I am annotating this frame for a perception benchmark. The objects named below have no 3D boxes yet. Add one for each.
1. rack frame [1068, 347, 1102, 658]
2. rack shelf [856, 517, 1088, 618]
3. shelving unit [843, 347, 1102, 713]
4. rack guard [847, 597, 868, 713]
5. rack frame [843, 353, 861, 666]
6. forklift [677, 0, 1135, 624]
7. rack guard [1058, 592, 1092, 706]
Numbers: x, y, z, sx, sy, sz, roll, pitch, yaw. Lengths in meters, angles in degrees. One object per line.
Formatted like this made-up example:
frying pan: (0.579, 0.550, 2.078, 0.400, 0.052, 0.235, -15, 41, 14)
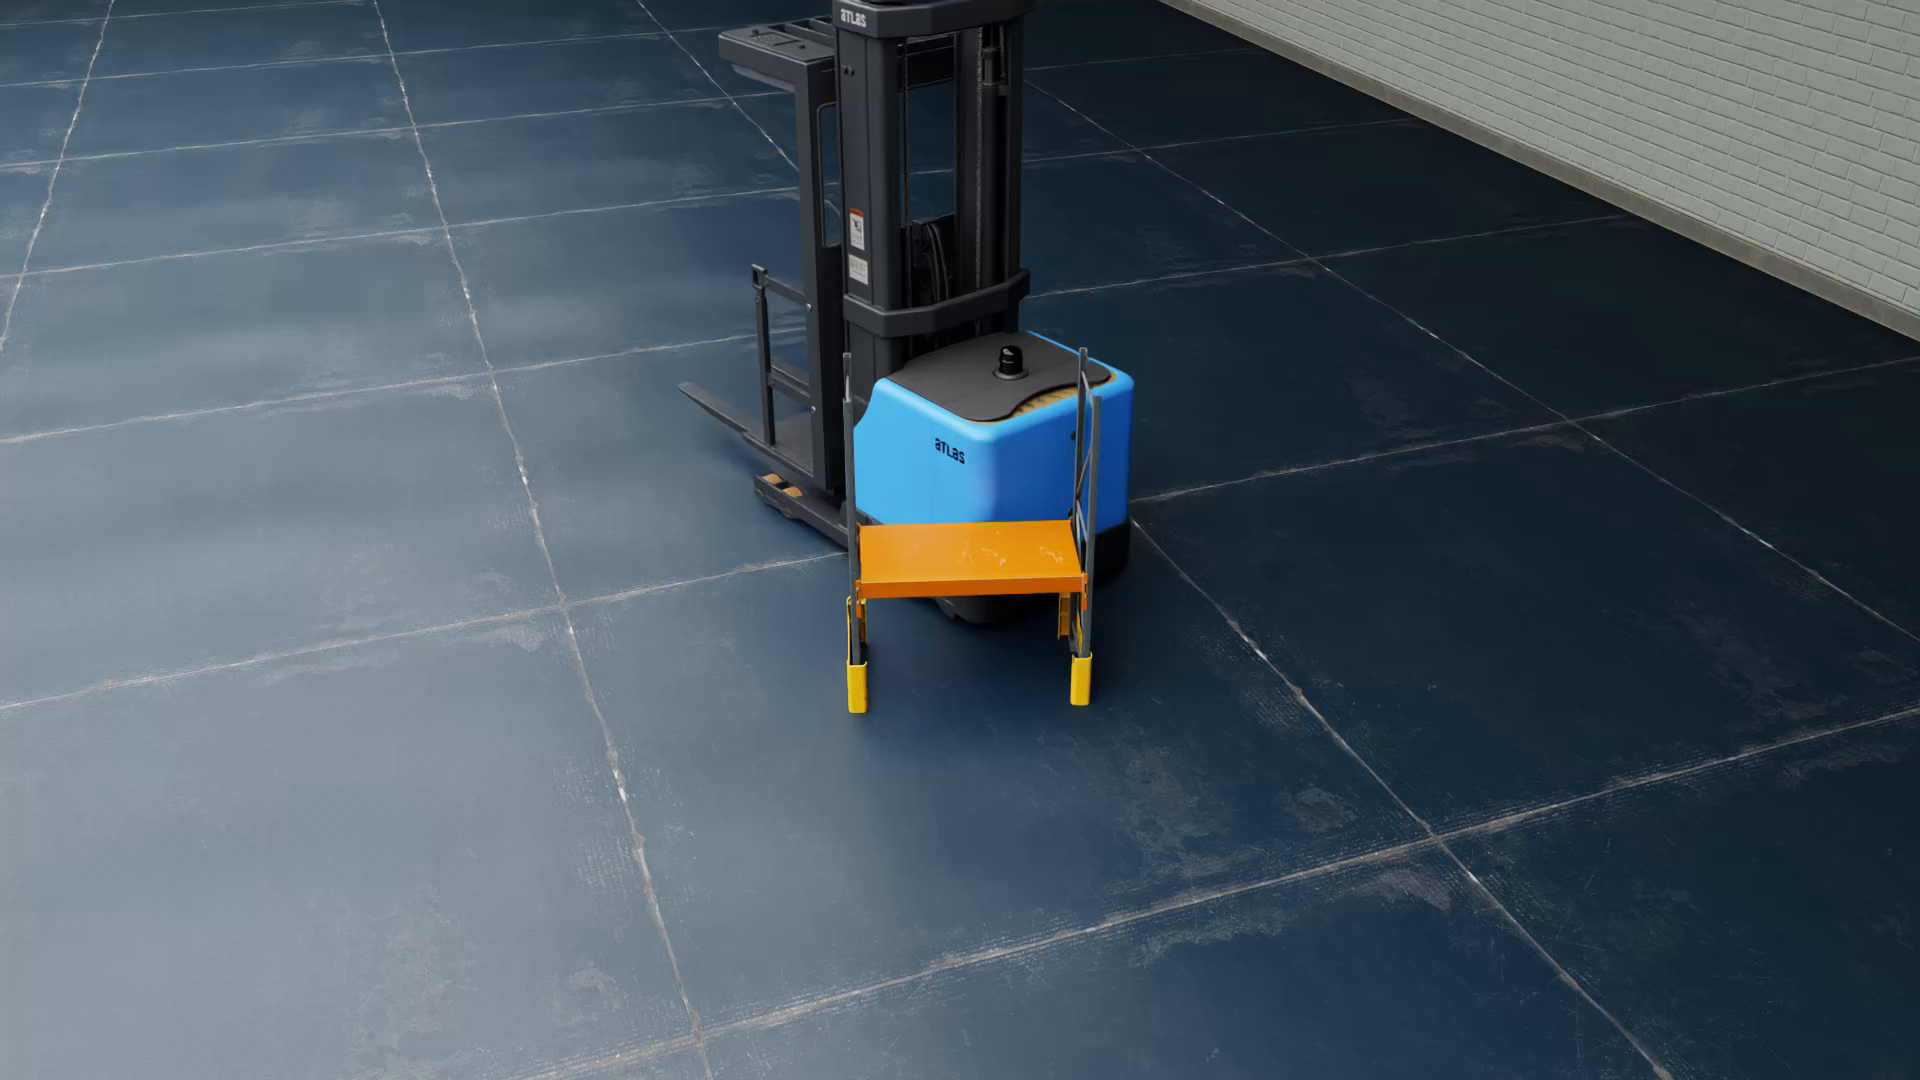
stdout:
rack frame: (0.545, -0.056, 7.333, 0.032, 1.500, 0.500, -2, 30, -3)
rack shelf: (0.038, 0.115, 7.396, 1.000, 0.185, 0.538, -2, 30, -3)
shelving unit: (0.029, -0.041, 7.306, 1.083, 1.500, 0.587, -2, 30, -3)
rack guard: (-0.468, 0.517, 7.590, 0.087, 0.250, 0.587, -2, 30, -3)
rack frame: (-0.470, -0.026, 7.281, 0.032, 1.500, 0.500, -2, 30, -3)
forklift: (-0.470, -1.533, 8.481, 1.130, 2.935, 3.031, -22, 36, -34)
rack guard: (0.526, 0.488, 7.641, 0.087, 0.250, 0.587, -2, 30, -3)
